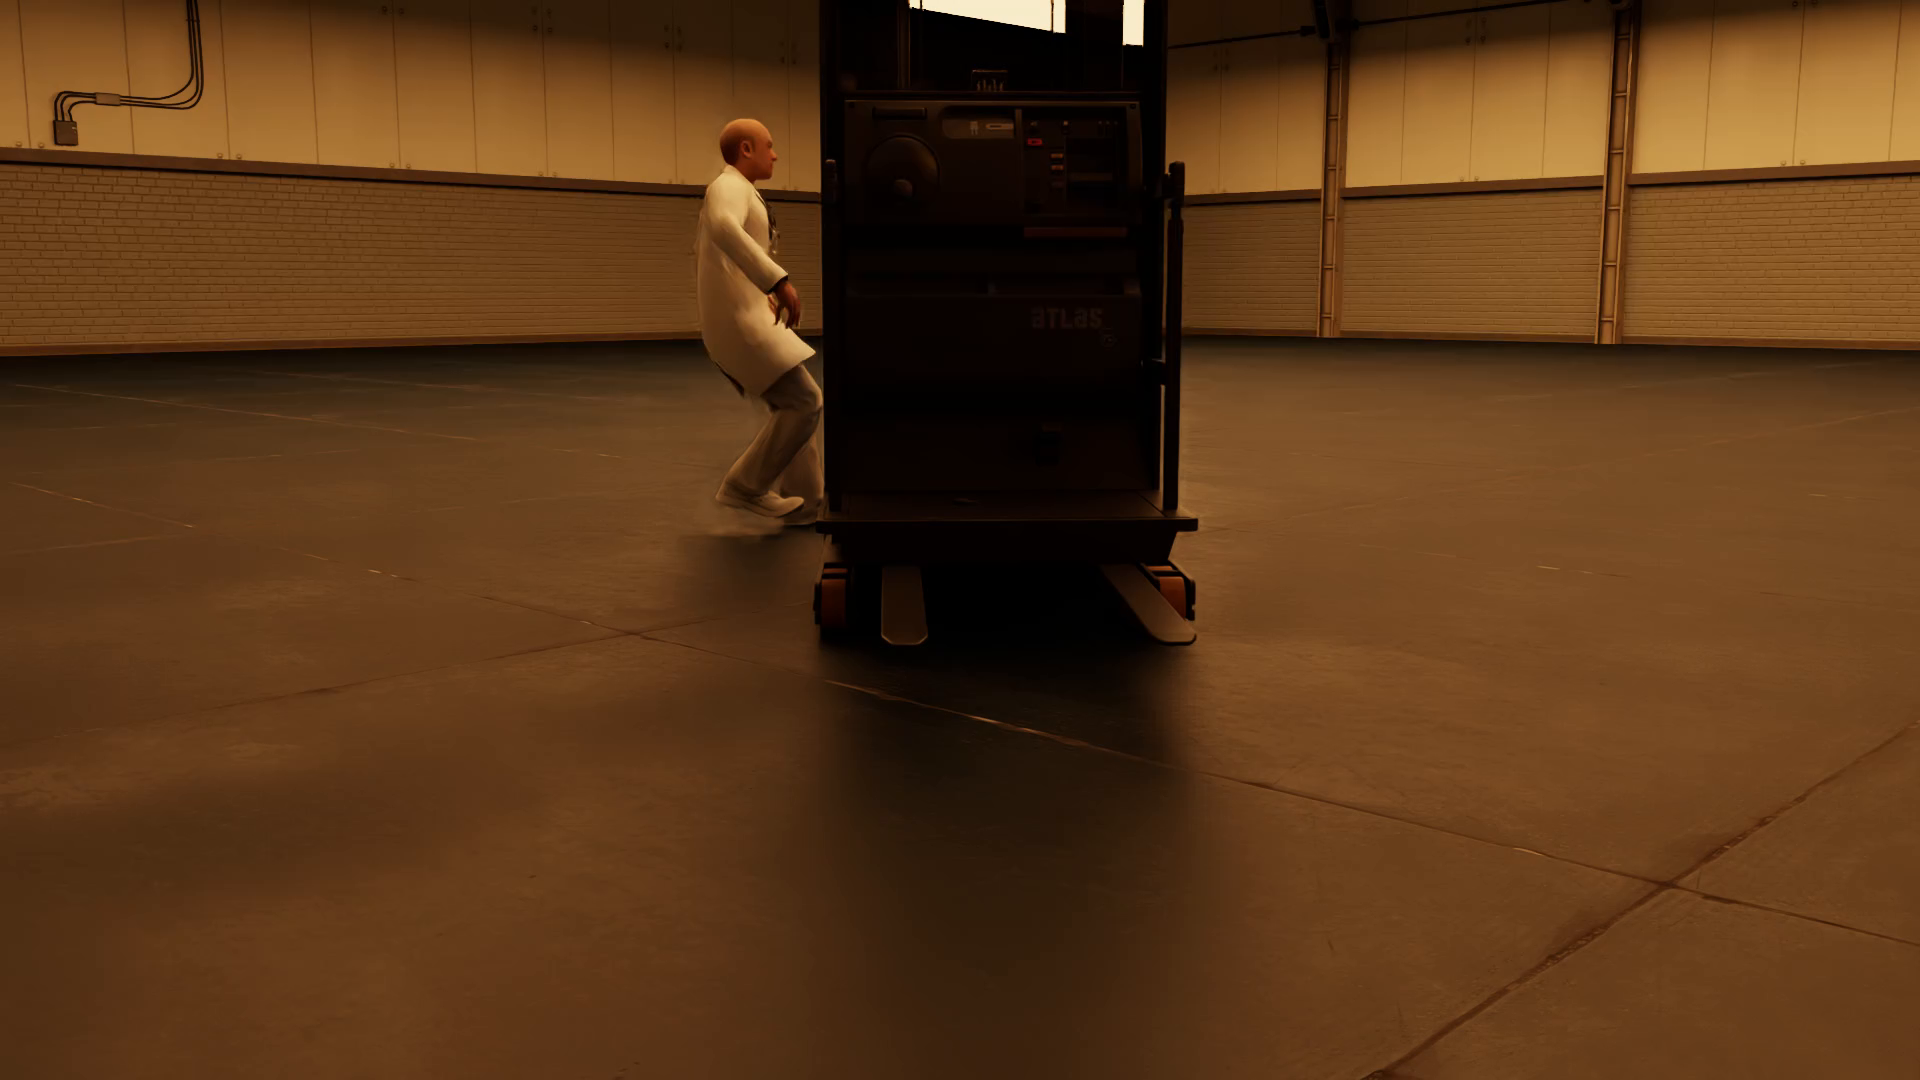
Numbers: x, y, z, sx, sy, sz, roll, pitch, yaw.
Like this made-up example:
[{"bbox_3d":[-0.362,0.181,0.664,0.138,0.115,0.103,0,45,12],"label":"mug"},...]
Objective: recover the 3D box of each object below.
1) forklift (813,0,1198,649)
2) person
[{"bbox_3d":[0.115,-1.223,4.997,1.130,2.935,3.031,0,9,-3],"label":"forklift"},{"bbox_3d":[-0.735,-0.866,6.865,0.716,1.704,1.027,-1,9,-8],"label":"person"}]
